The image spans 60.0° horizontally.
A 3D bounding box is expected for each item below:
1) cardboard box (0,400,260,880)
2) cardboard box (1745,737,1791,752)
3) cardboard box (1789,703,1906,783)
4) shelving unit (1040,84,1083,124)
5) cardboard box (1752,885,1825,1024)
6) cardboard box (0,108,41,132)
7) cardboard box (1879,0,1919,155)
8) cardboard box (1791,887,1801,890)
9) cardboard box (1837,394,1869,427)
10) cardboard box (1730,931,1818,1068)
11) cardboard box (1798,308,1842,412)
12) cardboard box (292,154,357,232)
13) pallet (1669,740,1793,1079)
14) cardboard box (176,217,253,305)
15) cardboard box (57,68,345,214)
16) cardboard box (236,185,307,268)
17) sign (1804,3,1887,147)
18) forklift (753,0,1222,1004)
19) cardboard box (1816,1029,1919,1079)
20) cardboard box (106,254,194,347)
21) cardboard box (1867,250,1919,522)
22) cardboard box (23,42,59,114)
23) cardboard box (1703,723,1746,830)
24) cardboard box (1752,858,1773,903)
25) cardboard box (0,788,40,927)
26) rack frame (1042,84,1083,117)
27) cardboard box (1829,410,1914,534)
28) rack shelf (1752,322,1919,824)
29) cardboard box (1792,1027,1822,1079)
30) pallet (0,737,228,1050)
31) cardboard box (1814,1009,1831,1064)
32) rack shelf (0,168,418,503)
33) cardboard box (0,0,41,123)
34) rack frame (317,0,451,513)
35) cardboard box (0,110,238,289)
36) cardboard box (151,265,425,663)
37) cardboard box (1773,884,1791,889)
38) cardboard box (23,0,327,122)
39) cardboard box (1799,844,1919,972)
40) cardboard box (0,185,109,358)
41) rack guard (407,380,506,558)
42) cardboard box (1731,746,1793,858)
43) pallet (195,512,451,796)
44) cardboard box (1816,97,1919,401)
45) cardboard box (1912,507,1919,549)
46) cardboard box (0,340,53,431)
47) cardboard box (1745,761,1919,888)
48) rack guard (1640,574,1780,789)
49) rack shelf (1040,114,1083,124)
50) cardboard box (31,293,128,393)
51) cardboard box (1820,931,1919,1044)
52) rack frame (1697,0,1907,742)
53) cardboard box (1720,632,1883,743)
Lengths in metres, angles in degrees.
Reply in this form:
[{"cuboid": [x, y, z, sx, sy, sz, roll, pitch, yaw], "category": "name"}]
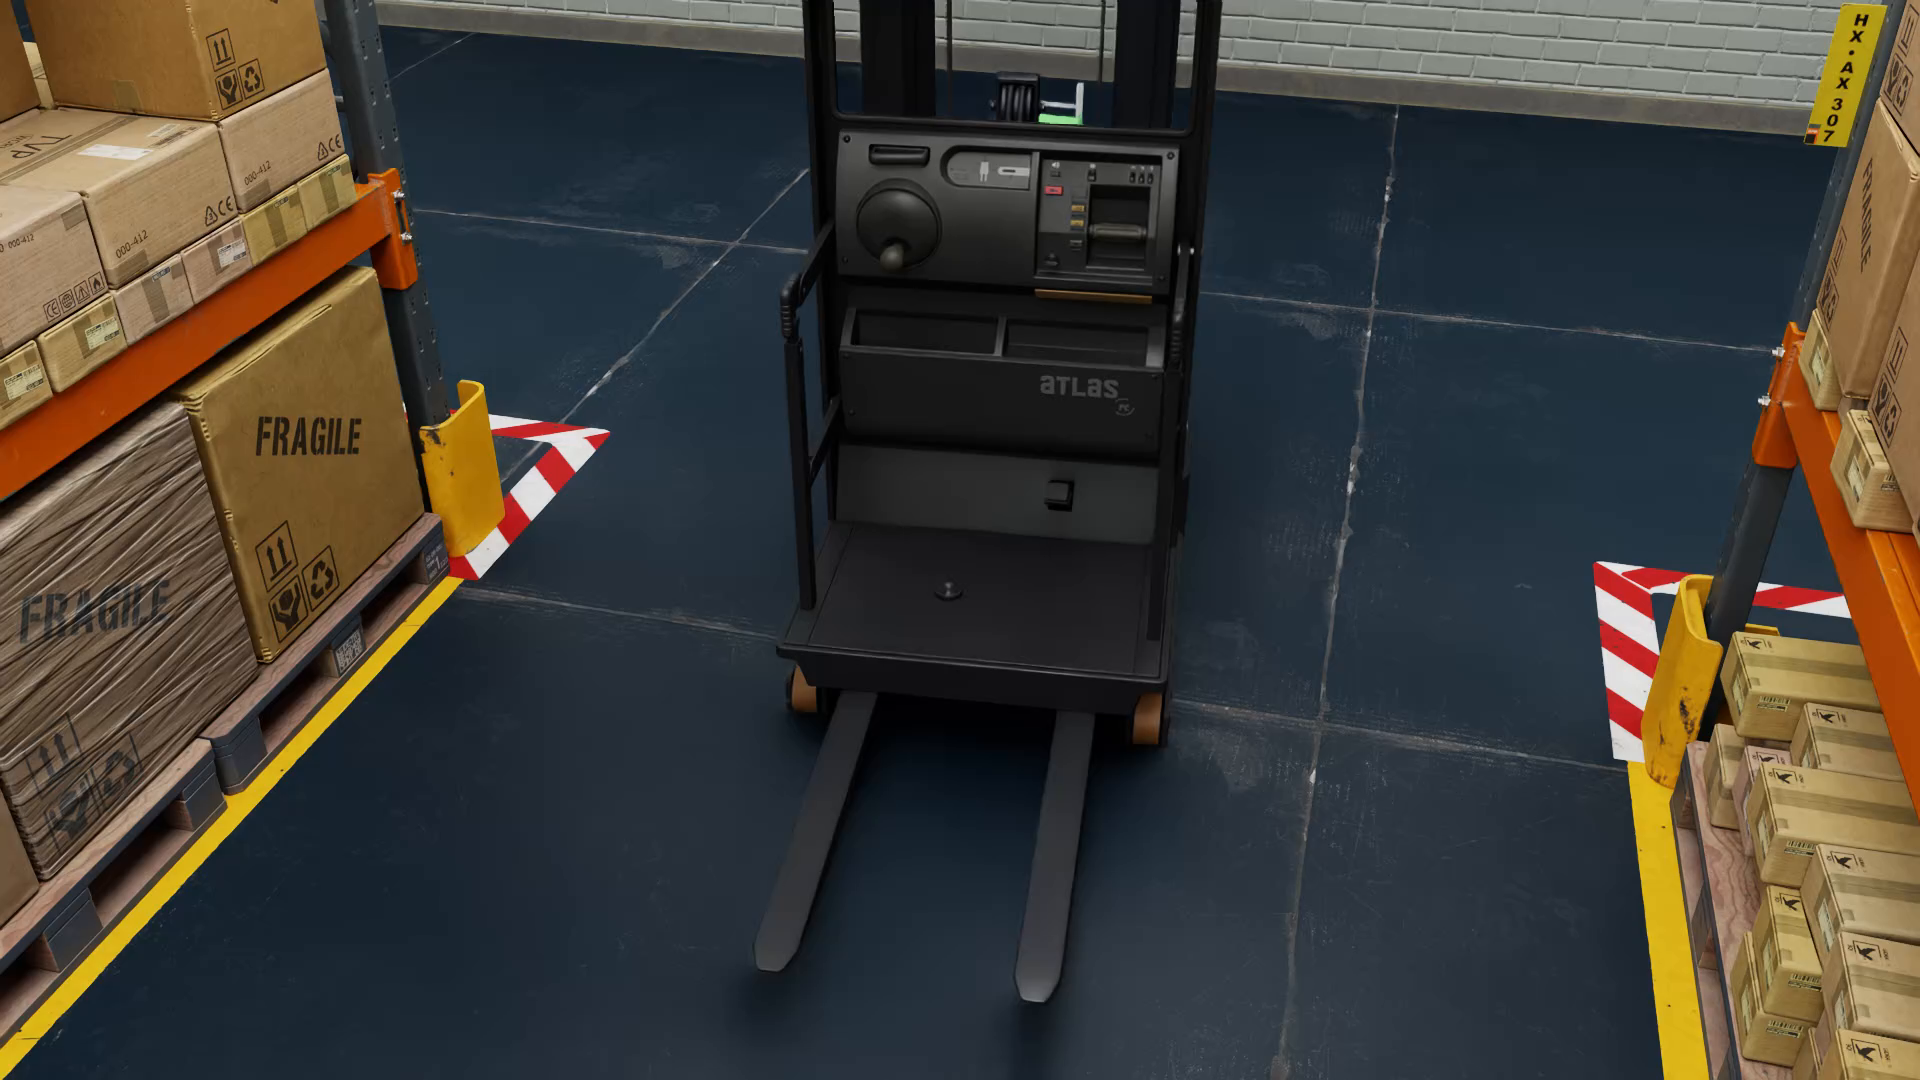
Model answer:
[{"cuboid": [-2.526, 0.181, 4.259, 0.875, 0.875, 0.875, 8, 33, 12], "category": "cardboard box"}, {"cuboid": [2.180, 0.511, 4.138, 0.380, 0.149, 0.250, 9, 34, 14], "category": "cardboard box"}, {"cuboid": [2.146, 0.534, 3.826, 0.380, 0.149, 0.250, 9, 33, 13], "category": "cardboard box"}, {"cuboid": [0.278, -1.074, 6.322, 0.258, 1.200, 0.503, 8, 33, 12], "category": "shelving unit"}, {"cuboid": [1.910, 0.903, 3.522, 0.380, 0.149, 0.250, 9, 34, 14], "category": "cardboard box"}, {"cuboid": [-2.719, -0.933, 4.284, 0.500, 0.250, 0.500, 8, 33, 12], "category": "cardboard box"}, {"cuboid": [2.191, -1.019, 3.254, 0.500, 0.500, 0.500, 8, 33, 12], "category": "cardboard box"}, {"cuboid": [2.080, 0.785, 3.708, 0.380, 0.149, 0.250, 8, 33, 13], "category": "cardboard box"}, {"cuboid": [2.138, -0.259, 3.595, 0.380, 0.149, 0.250, 9, 34, 14], "category": "cardboard box"}, {"cuboid": [1.905, 1.023, 3.611, 0.380, 0.149, 0.250, 8, 33, 13], "category": "cardboard box"}, {"cuboid": [2.162, -0.397, 3.812, 0.380, 0.149, 0.250, 8, 33, 12], "category": "cardboard box"}, {"cuboid": [-1.982, -1.018, 4.790, 0.380, 0.149, 0.250, 9, 33, 13], "category": "cardboard box"}, {"cuboid": [2.302, 1.007, 3.969, 1.003, 0.211, 1.213, 8, 33, 12], "category": "pallet"}, {"cuboid": [-2.112, -0.752, 4.372, 0.380, 0.149, 0.250, 8, 33, 12], "category": "cardboard box"}, {"cuboid": [-2.077, -1.128, 4.592, 0.500, 0.250, 0.500, 7, 33, 12], "category": "cardboard box"}, {"cuboid": [-2.047, -0.883, 4.577, 0.380, 0.149, 0.250, 8, 33, 13], "category": "cardboard box"}, {"cuboid": [2.037, -1.065, 3.823, 0.100, 0.325, 0.005, 8, 33, 12], "category": "sign"}, {"cuboid": [0.092, -0.846, 4.349, 1.130, 2.935, 3.031, 5, 33, 7], "category": "forklift"}, {"cuboid": [1.785, 1.060, 2.998, 0.380, 0.149, 0.250, 9, 33, 13], "category": "cardboard box"}, {"cuboid": [-2.176, -0.623, 4.168, 0.380, 0.149, 0.250, 9, 33, 13], "category": "cardboard box"}, {"cuboid": [2.069, -0.317, 3.083, 0.500, 0.500, 0.500, 8, 33, 12], "category": "cardboard box"}, {"cuboid": [-2.593, -1.204, 4.710, 0.500, 0.250, 0.500, 7, 33, 11], "category": "cardboard box"}, {"cuboid": [2.119, 0.628, 4.232, 0.380, 0.149, 0.250, 9, 33, 13], "category": "cardboard box"}, {"cuboid": [2.132, 0.775, 4.001, 0.380, 0.149, 0.250, 8, 33, 12], "category": "cardboard box"}, {"cuboid": [-2.752, 0.643, 3.532, 0.875, 0.875, 0.875, 8, 33, 12], "category": "cardboard box"}, {"cuboid": [0.339, -1.201, 6.521, 0.240, 1.200, 0.015, 8, 33, 12], "category": "rack frame"}, {"cuboid": [2.018, -0.127, 3.387, 0.380, 0.149, 0.250, 7, 33, 11], "category": "cardboard box"}, {"cuboid": [2.054, 0.715, 2.499, 1.077, 0.370, 4.000, 8, 33, 12], "category": "rack shelf"}, {"cuboid": [1.932, 1.168, 3.383, 0.380, 0.149, 0.250, 8, 33, 12], "category": "cardboard box"}, {"cuboid": [-2.649, 0.880, 4.170, 1.003, 0.211, 1.213, 8, 33, 12], "category": "pallet"}, {"cuboid": [1.934, 1.054, 3.285, 0.380, 0.149, 0.250, 6, 33, 10], "category": "cardboard box"}, {"cuboid": [-2.718, -0.012, 3.644, 1.077, 0.370, 4.000, 8, 33, 12], "category": "rack shelf"}, {"cuboid": [-2.720, -1.261, 4.101, 0.500, 0.500, 0.500, 7, 33, 11], "category": "cardboard box"}, {"cuboid": [-2.210, -1.354, 5.084, 1.000, 3.000, 0.127, 8, 33, 12], "category": "rack frame"}, {"cuboid": [-2.206, -0.865, 4.178, 0.500, 0.250, 0.500, 7, 33, 12], "category": "cardboard box"}, {"cuboid": [-2.295, -0.291, 5.001, 0.875, 0.875, 0.875, 8, 33, 12], "category": "cardboard box"}, {"cuboid": [2.075, 0.905, 3.797, 0.380, 0.149, 0.250, 8, 33, 13], "category": "cardboard box"}, {"cuboid": [-2.080, -1.444, 4.389, 0.500, 0.500, 0.500, 8, 33, 13], "category": "cardboard box"}, {"cuboid": [1.976, 0.787, 3.427, 0.380, 0.149, 0.250, 6, 33, 10], "category": "cardboard box"}, {"cuboid": [-2.335, -0.601, 3.762, 0.500, 0.250, 0.500, 7, 33, 11], "category": "cardboard box"}, {"cuboid": [-2.204, -0.311, 5.774, 1.175, 0.500, 0.348, 8, 33, 12], "category": "rack guard"}, {"cuboid": [2.056, 0.646, 3.927, 0.380, 0.149, 0.250, 8, 33, 12], "category": "cardboard box"}, {"cuboid": [-2.338, 0.249, 5.162, 1.003, 0.211, 1.213, 8, 33, 12], "category": "pallet"}, {"cuboid": [2.180, -0.598, 3.525, 0.500, 0.500, 0.500, 10, 34, 15], "category": "cardboard box"}, {"cuboid": [1.933, -0.065, 2.685, 0.500, 0.500, 0.500, 8, 33, 13], "category": "cardboard box"}, {"cuboid": [-2.305, -0.353, 3.744, 0.380, 0.149, 0.250, 8, 33, 13], "category": "cardboard box"}, {"cuboid": [1.959, 0.647, 3.647, 0.380, 0.149, 0.250, 8, 33, 12], "category": "cardboard box"}, {"cuboid": [2.542, 0.468, 4.547, 1.175, 0.500, 0.348, 8, 33, 12], "category": "rack guard"}, {"cuboid": [0.278, -1.426, 6.099, 0.258, 0.148, 0.480, 8, 33, 12], "category": "rack shelf"}, {"cuboid": [-2.240, -0.488, 3.956, 0.380, 0.149, 0.250, 7, 33, 11], "category": "cardboard box"}, {"cuboid": [1.896, 0.930, 3.203, 0.380, 0.149, 0.250, 9, 34, 14], "category": "cardboard box"}, {"cuboid": [2.562, -0.626, 3.939, 1.000, 3.000, 0.127, 8, 33, 12], "category": "rack frame"}, {"cuboid": [2.100, 0.374, 4.076, 0.380, 0.149, 0.250, 7, 33, 10], "category": "cardboard box"}]
